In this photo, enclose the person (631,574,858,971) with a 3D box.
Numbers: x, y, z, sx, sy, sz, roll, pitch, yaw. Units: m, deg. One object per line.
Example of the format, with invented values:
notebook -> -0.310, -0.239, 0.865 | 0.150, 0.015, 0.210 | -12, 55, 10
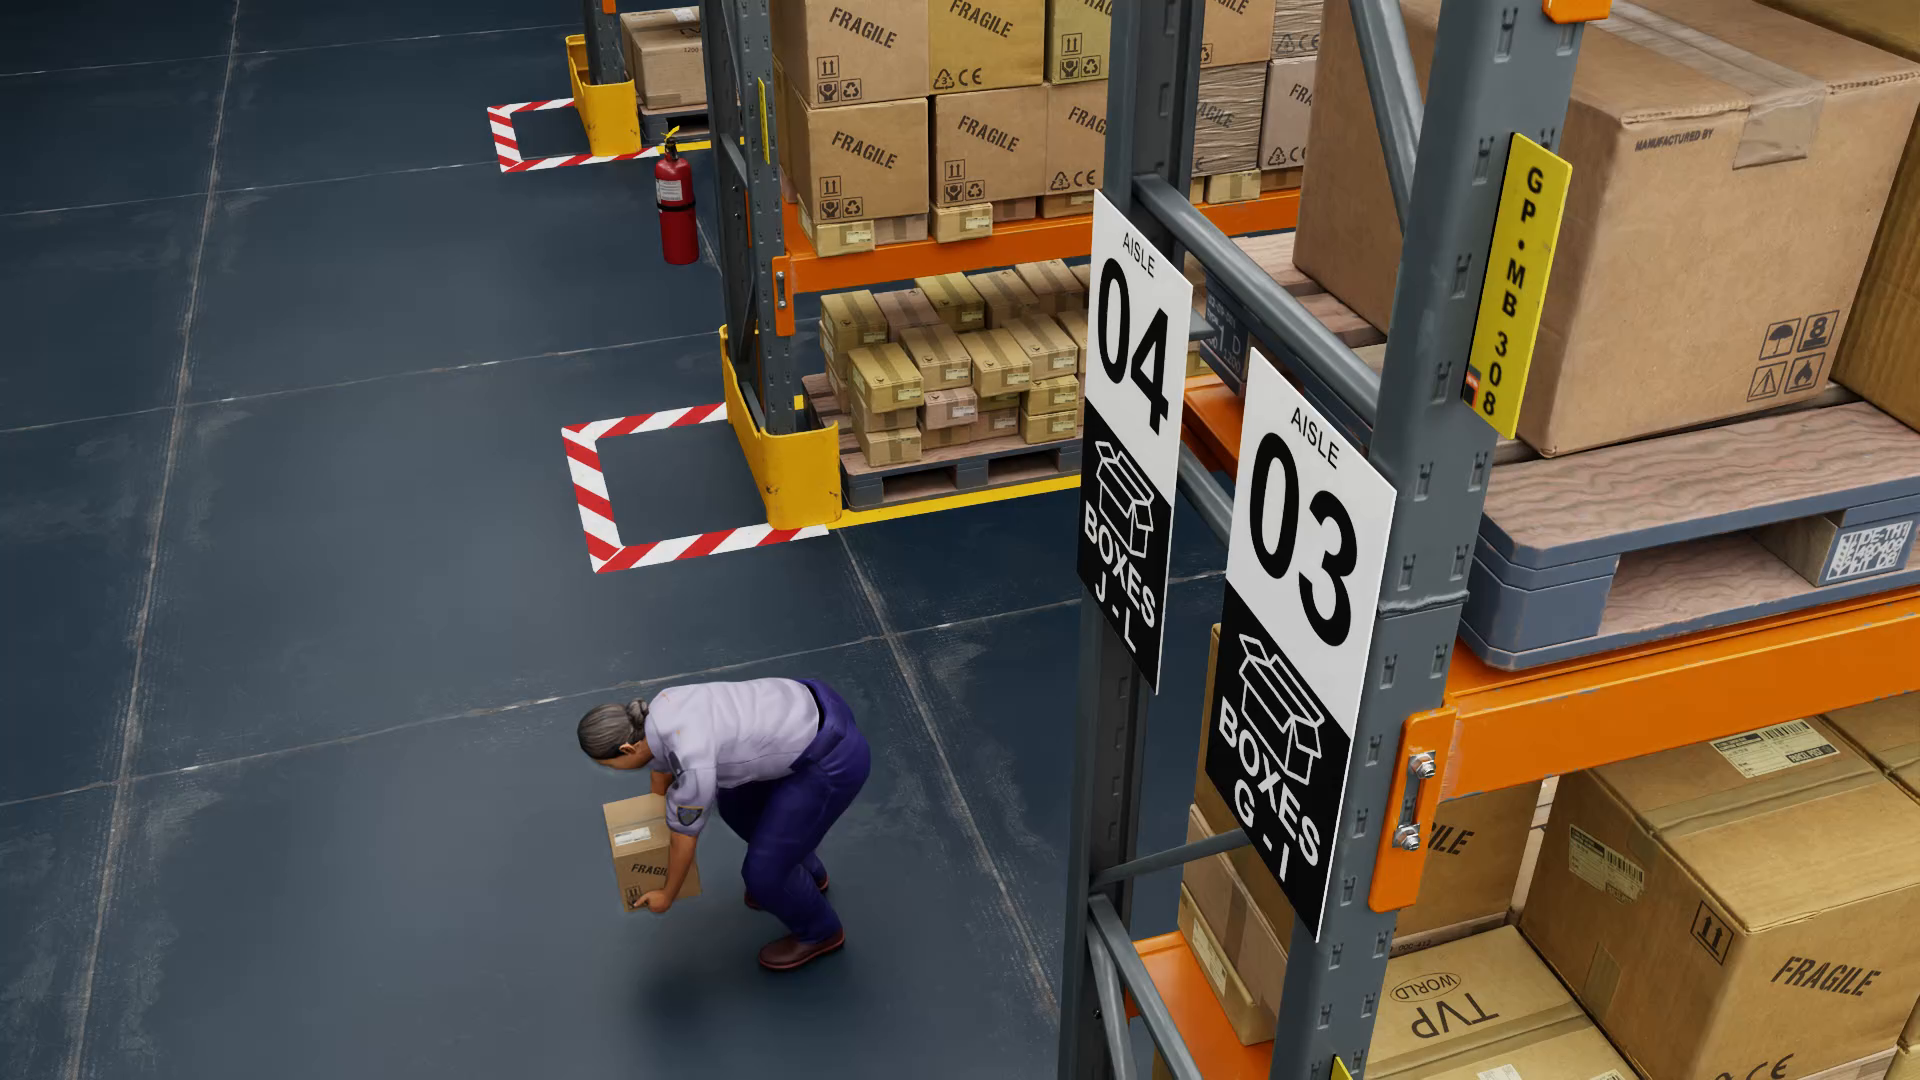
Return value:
person -> -0.651, 0.695, 5.247 | 0.633, 1.525, 0.446 | -11, 36, -16
